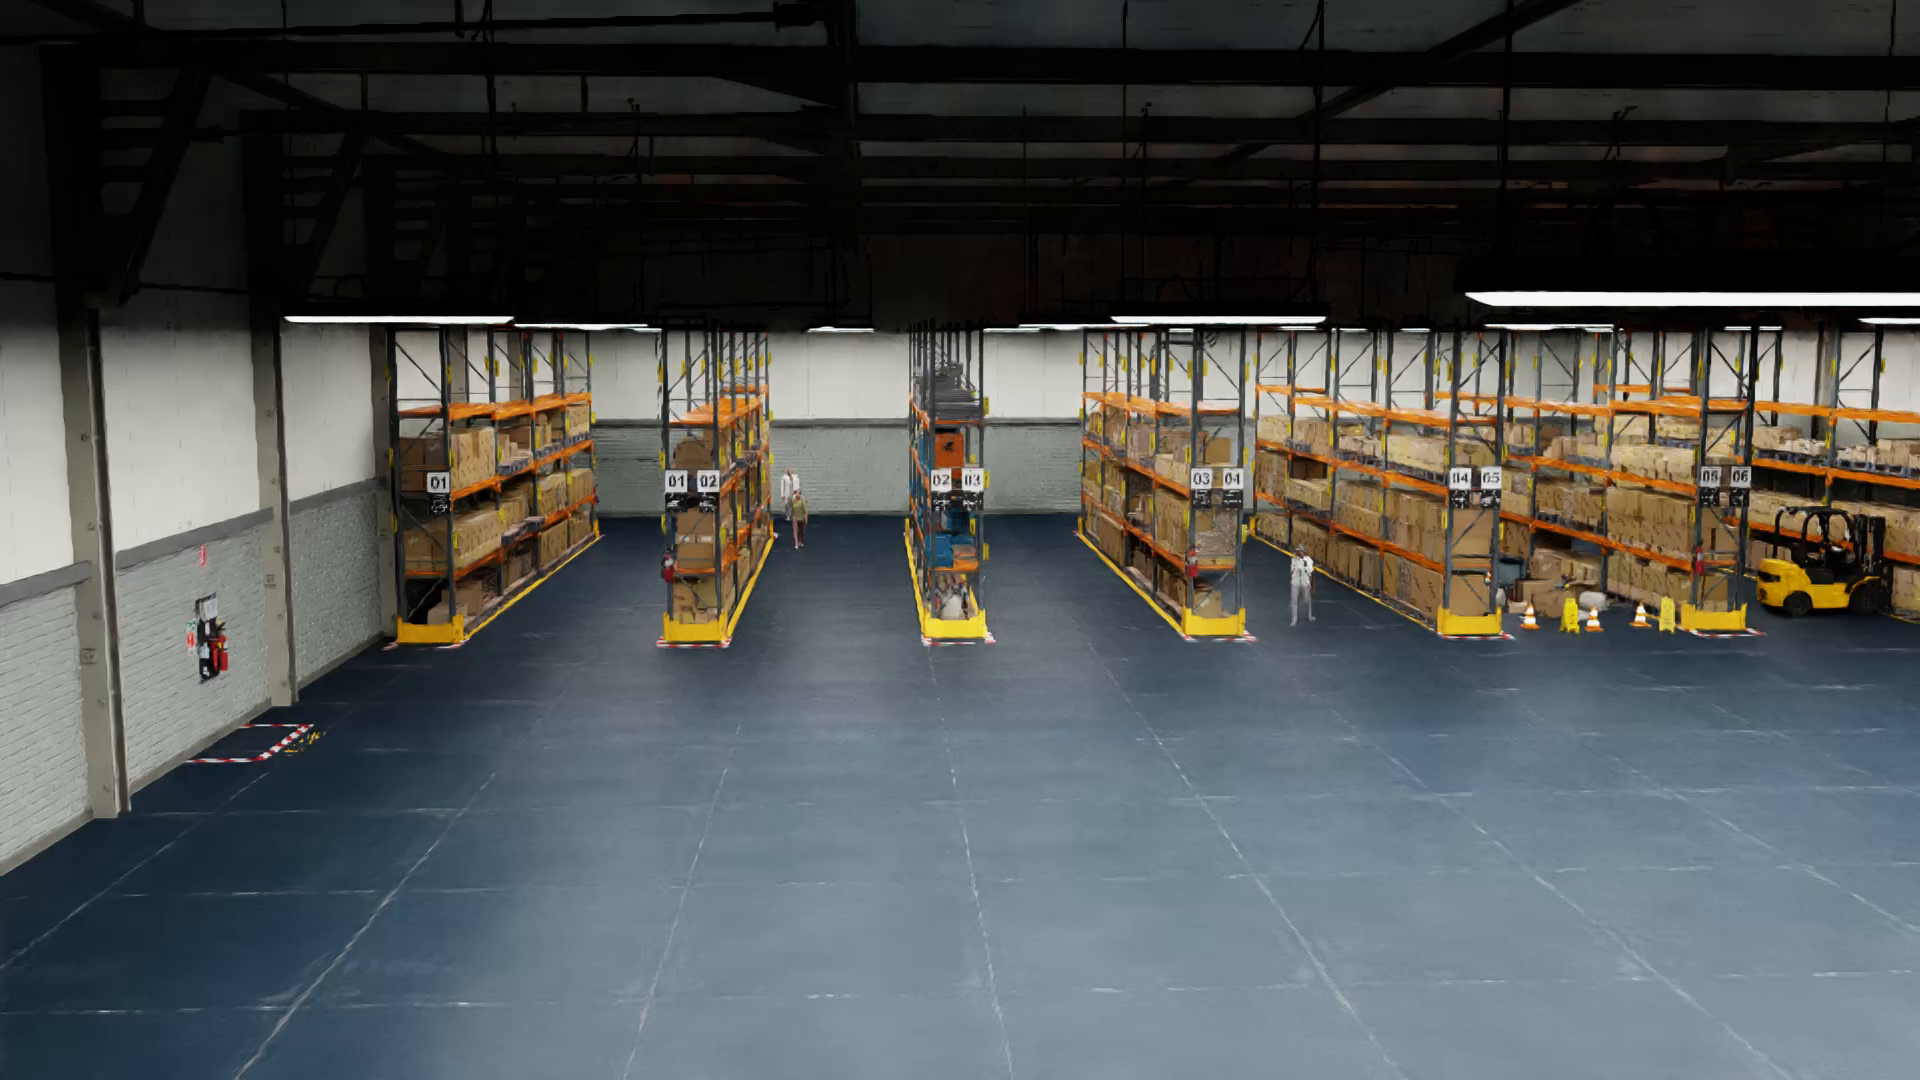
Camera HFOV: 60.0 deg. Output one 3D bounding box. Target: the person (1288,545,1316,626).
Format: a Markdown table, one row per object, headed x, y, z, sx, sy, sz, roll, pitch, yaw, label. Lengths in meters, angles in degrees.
| x | y | z | sx | sy | sz | roll | pitch | yaw | label |
| --- | --- | --- | --- | --- | --- | --- | --- | --- | --- |
| 6.777 | 0.862 | 32.895 | 0.505 | 1.610 | 0.937 | 2 | 7 | 17 | person |

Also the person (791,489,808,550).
| x | y | z | sx | sy | sz | roll | pitch | yaw | label |
| --- | --- | --- | --- | --- | --- | --- | --- | --- | --- |
| -4.301 | -0.575 | 44.502 | 0.456 | 1.612 | 1.019 | -1 | 7 | -4 | person |

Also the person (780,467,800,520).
| x | y | z | sx | sy | sz | roll | pitch | yaw | label |
| --- | --- | --- | --- | --- | --- | --- | --- | --- | --- |
| -5.165 | -1.393 | 50.648 | 0.600 | 1.699 | 1.197 | -1 | 7 | -6 | person |
